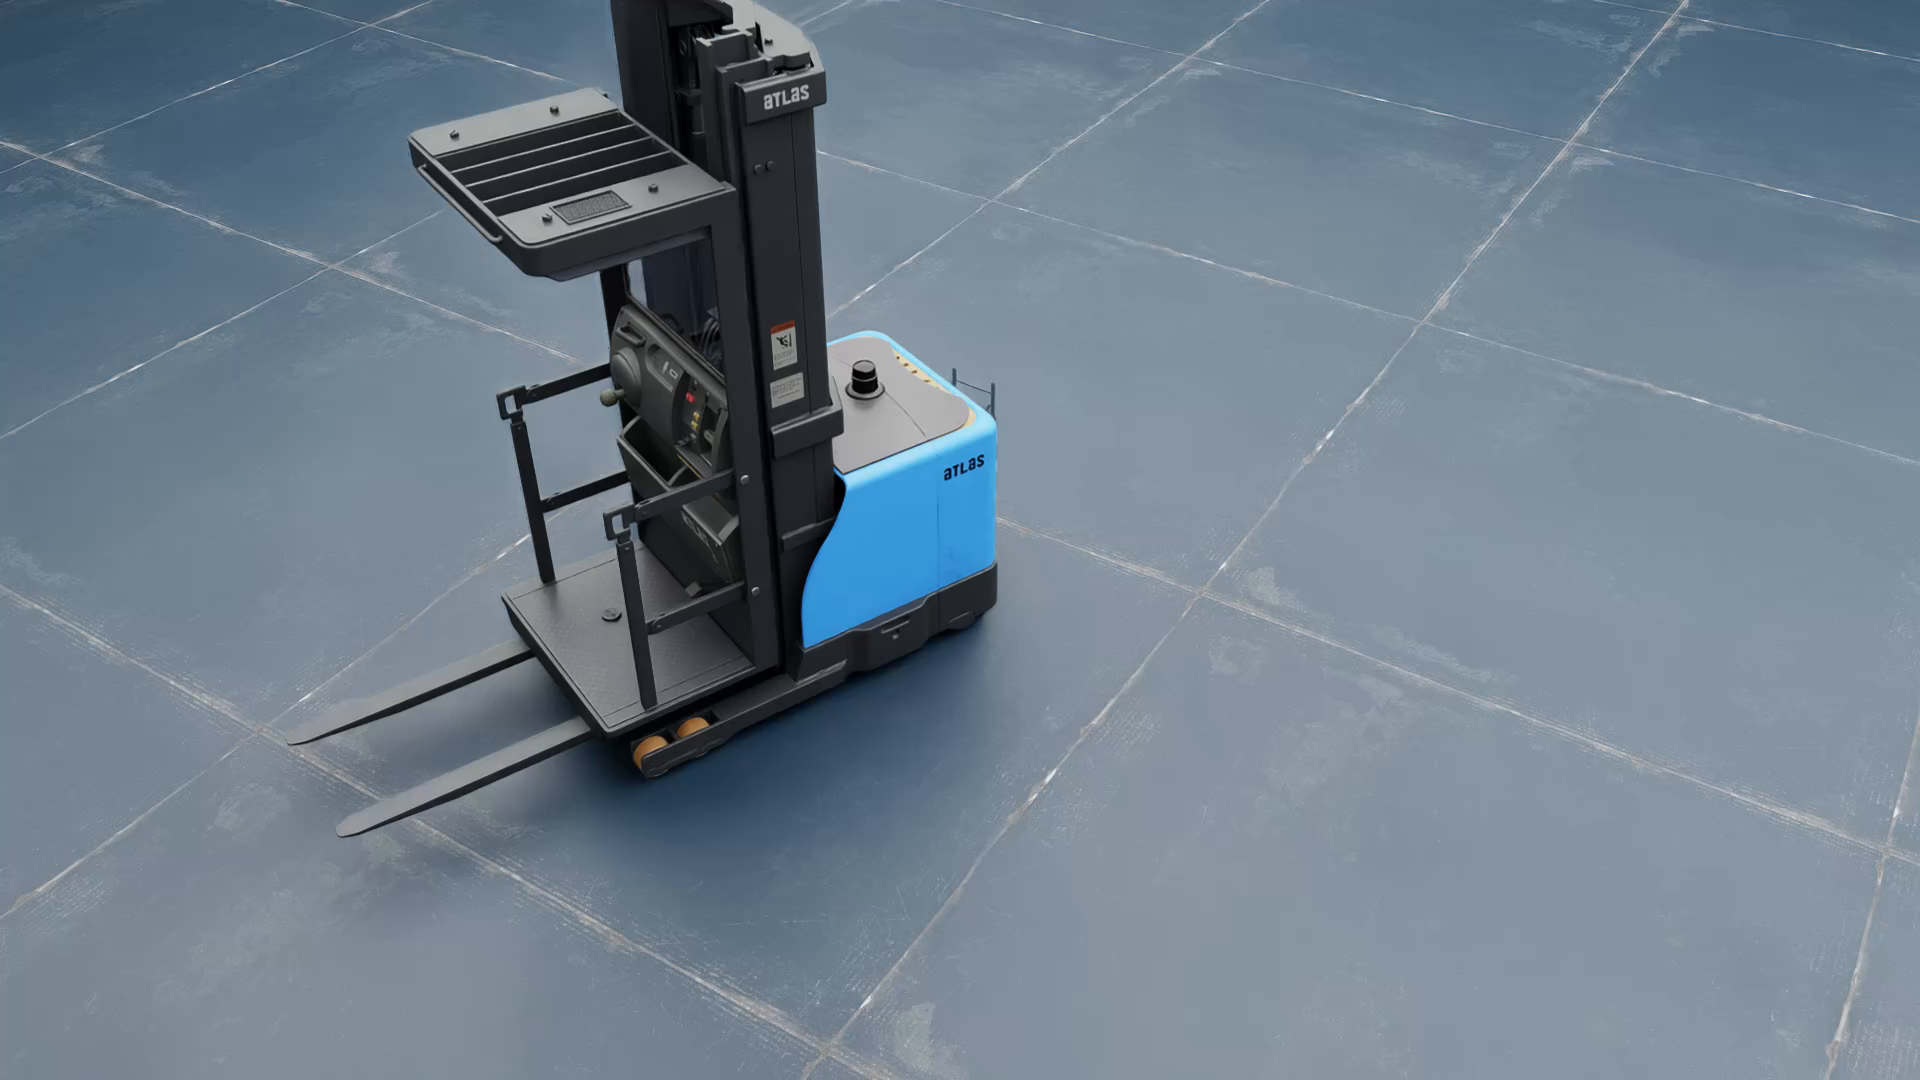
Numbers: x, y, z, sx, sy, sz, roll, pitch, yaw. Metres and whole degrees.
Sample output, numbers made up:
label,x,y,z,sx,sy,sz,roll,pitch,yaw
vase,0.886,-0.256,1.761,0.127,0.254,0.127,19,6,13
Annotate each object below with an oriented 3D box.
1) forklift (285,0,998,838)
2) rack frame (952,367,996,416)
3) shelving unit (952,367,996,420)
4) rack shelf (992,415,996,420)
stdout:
label,x,y,z,sx,sy,sz,roll,pitch,yaw
forklift,-1.325,-0.546,6.497,3.031,2.935,1.130,-23,43,-27
rack frame,0.064,-0.406,7.978,0.240,0.900,0.006,23,43,27
shelving unit,0.005,-0.355,7.913,0.258,0.900,0.210,23,43,27
rack shelf,0.005,-0.542,7.768,0.258,0.077,0.200,23,43,27
